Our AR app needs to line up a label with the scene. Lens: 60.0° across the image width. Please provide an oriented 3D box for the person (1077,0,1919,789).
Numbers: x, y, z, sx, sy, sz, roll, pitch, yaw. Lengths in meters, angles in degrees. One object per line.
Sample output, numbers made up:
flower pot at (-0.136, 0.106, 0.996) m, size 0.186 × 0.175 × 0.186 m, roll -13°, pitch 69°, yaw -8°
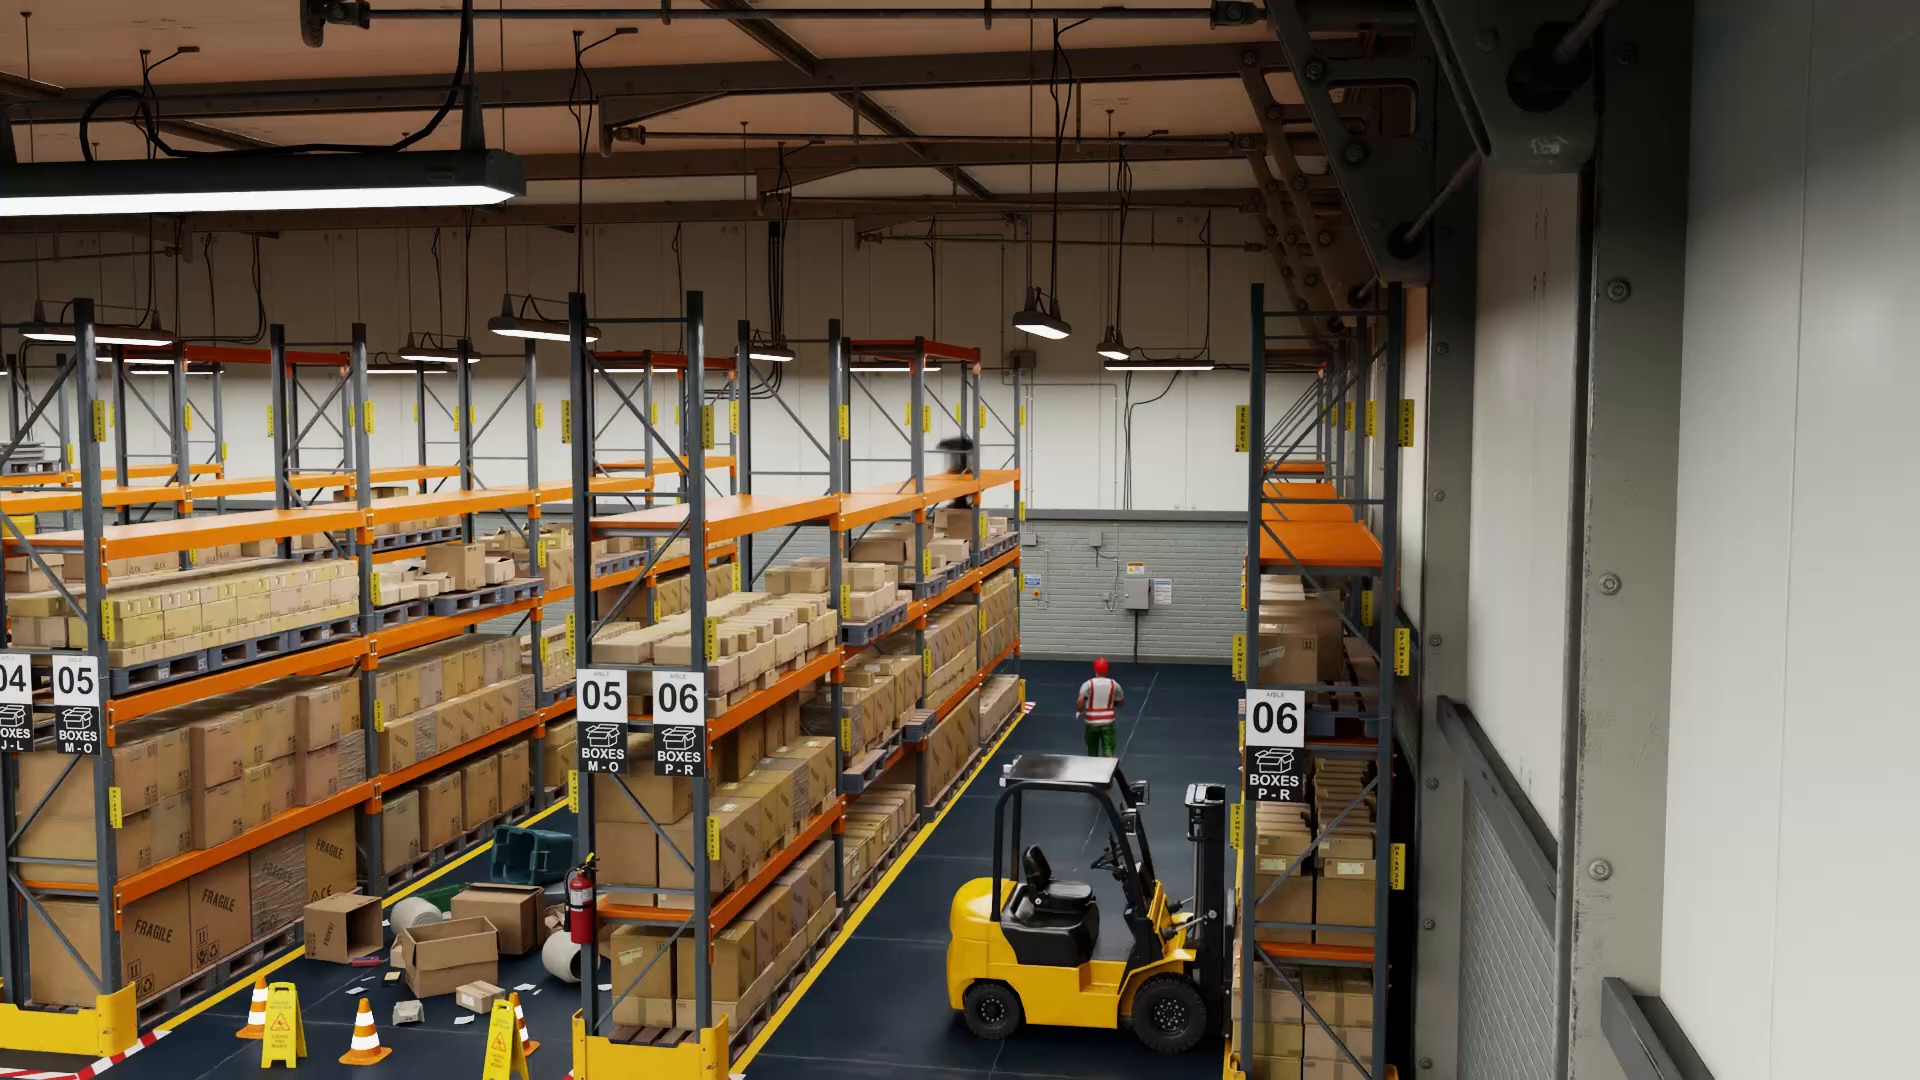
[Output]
person at (2.046, -0.271, 11.365) m, size 1.077 × 8.961 × 22.421 m, roll 0°, pitch 5°, yaw 0°
